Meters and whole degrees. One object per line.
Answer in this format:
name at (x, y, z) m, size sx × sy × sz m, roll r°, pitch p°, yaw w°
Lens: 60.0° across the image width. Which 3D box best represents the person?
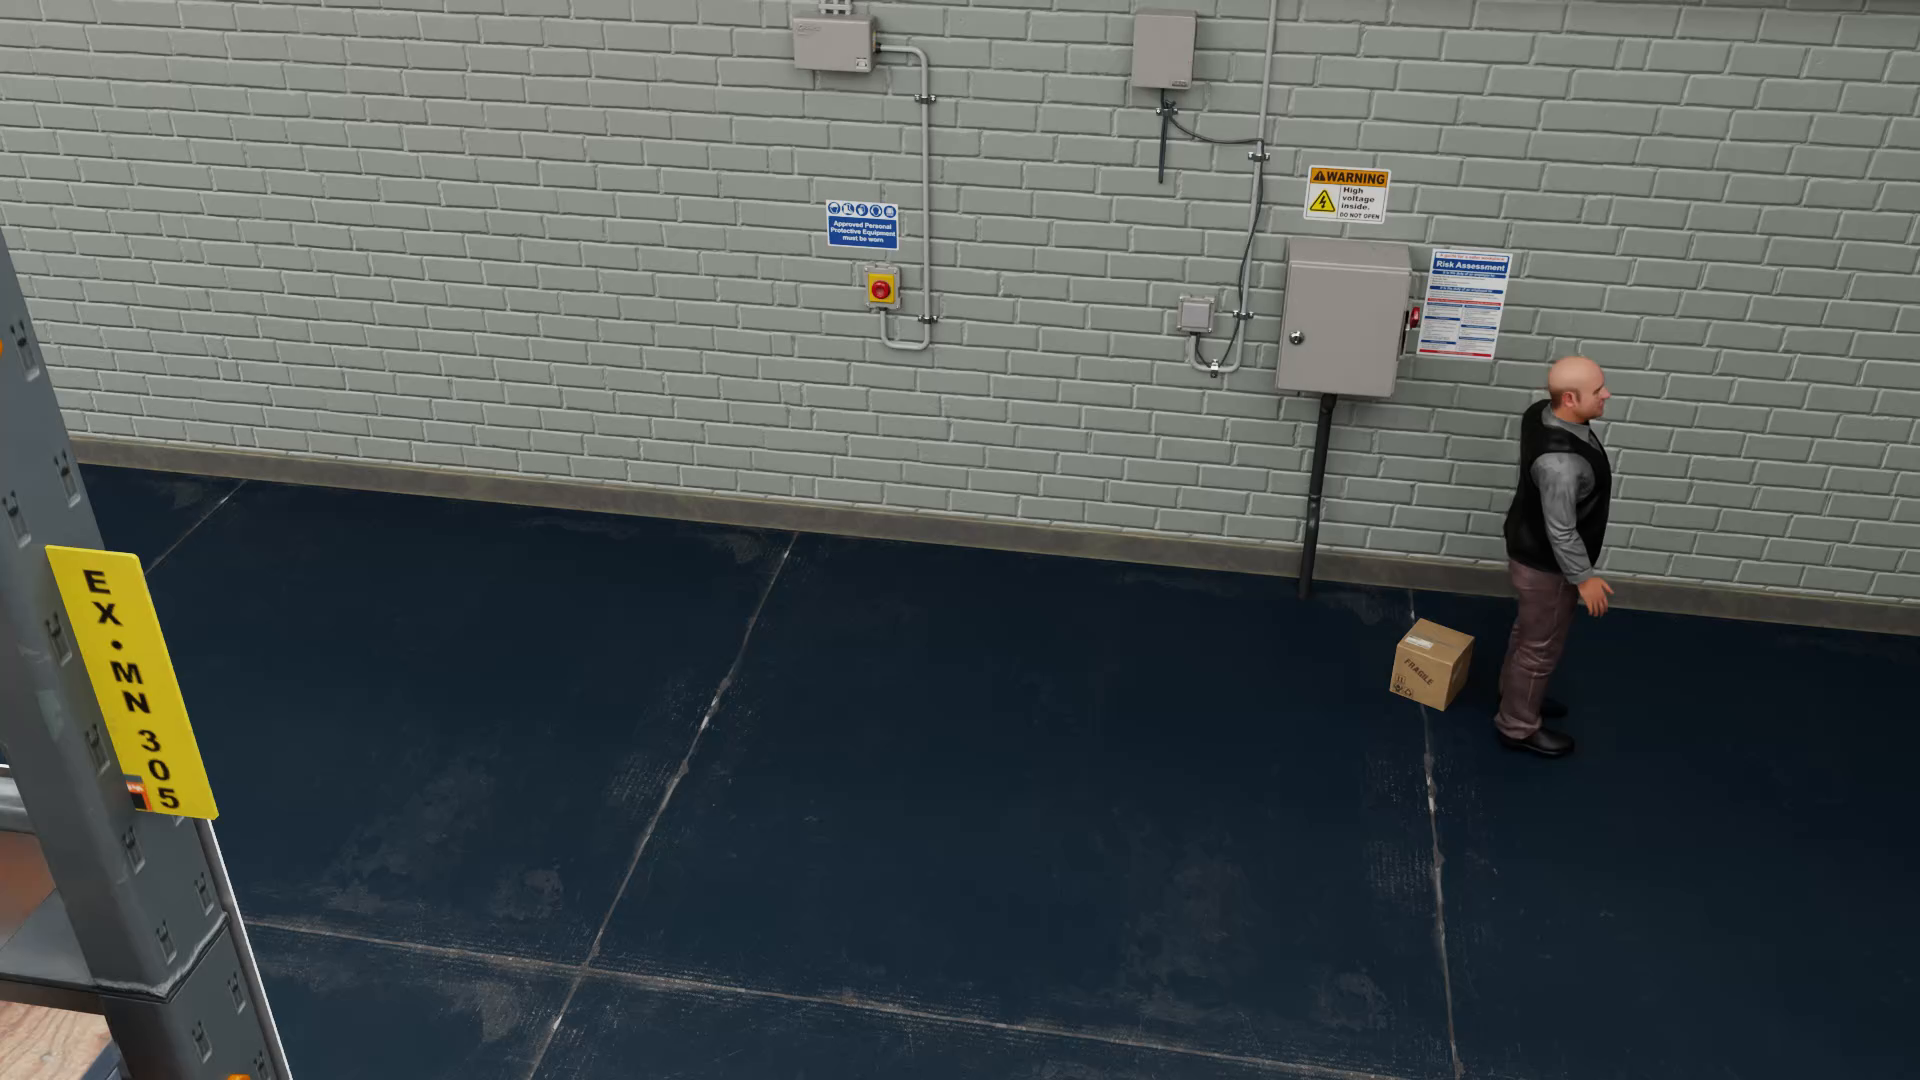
person at (2.338, 0.089, 6.501) m, size 0.437 × 1.760 × 0.569 m, roll 6°, pitch 33°, yaw 10°
